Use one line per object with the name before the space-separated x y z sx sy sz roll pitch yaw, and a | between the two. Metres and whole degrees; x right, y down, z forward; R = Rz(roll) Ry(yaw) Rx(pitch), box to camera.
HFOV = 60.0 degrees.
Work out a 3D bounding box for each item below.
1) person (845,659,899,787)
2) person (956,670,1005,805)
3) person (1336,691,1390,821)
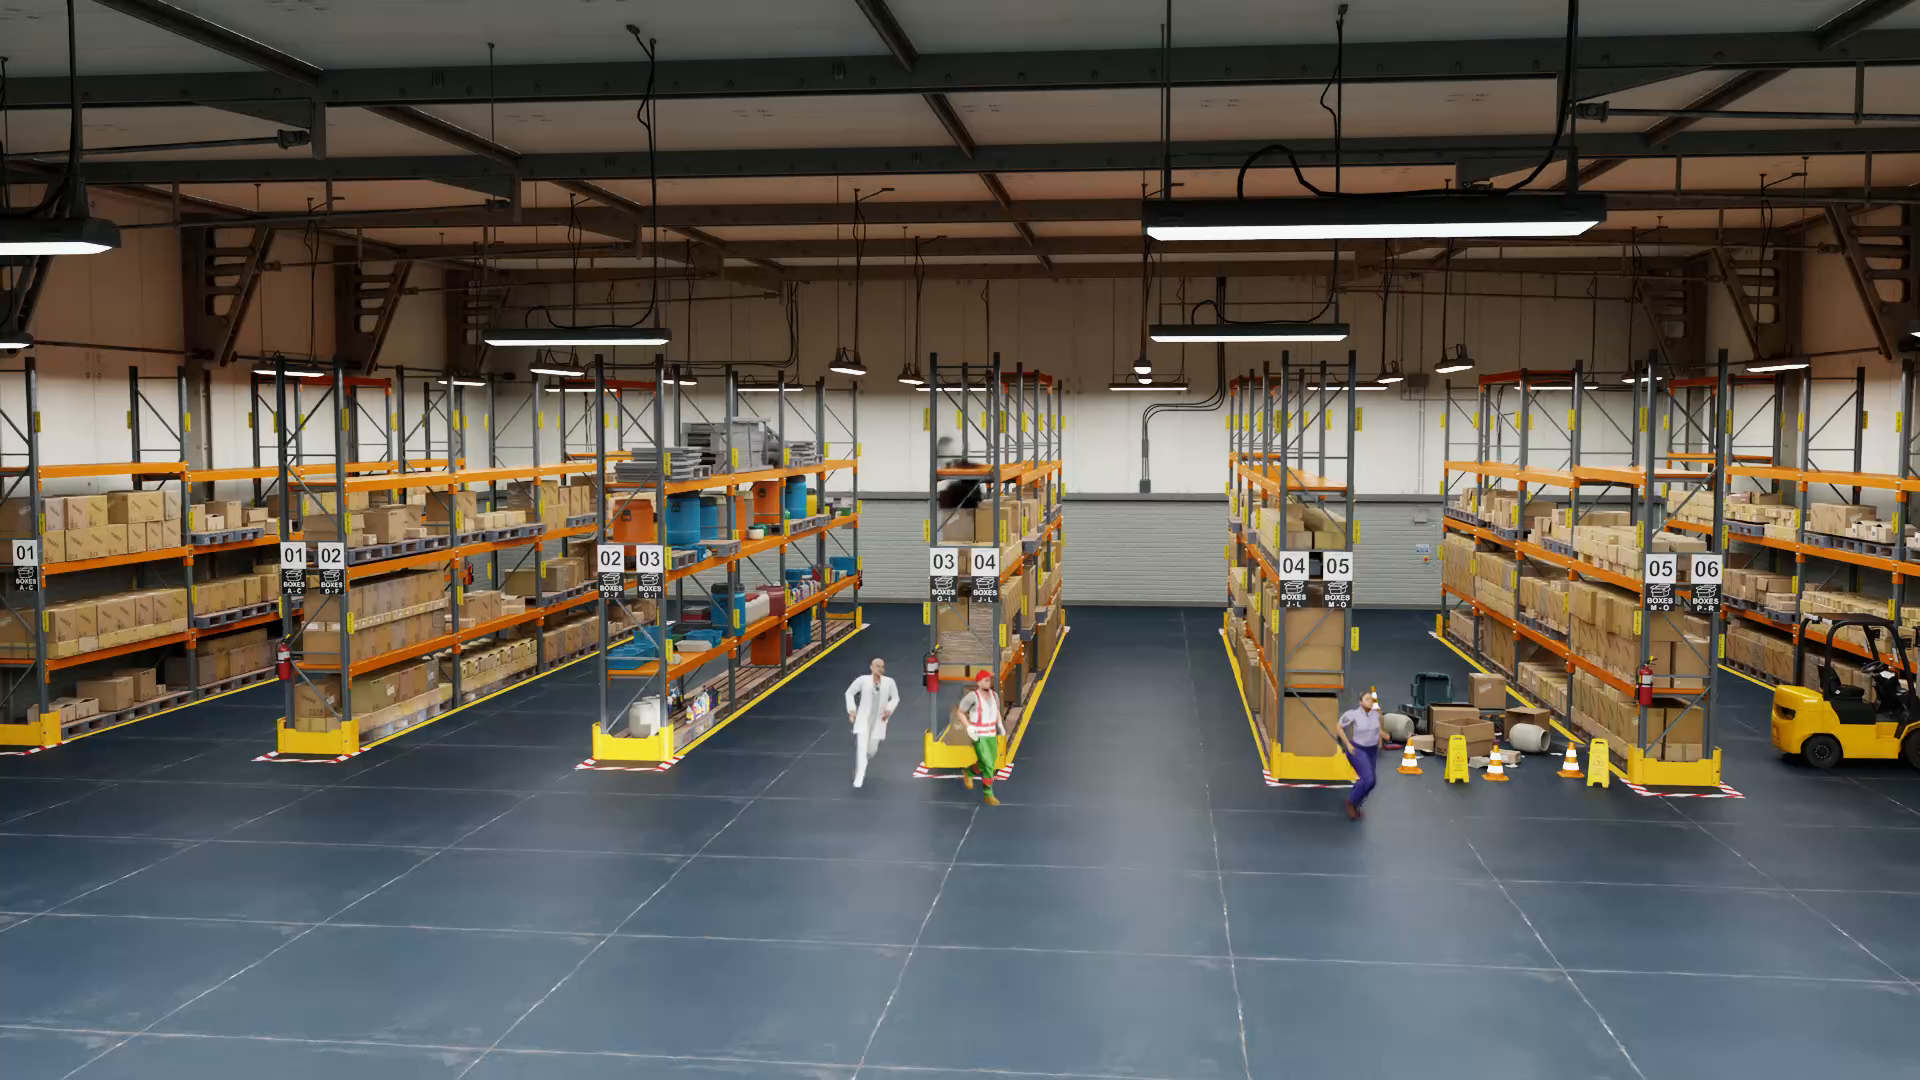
person | -1.223 2.513 23.230 0.756 1.731 0.786 -1 4 -8
person | 0.253 2.578 21.988 0.650 1.760 0.809 -4 5 -41
person | 5.114 2.716 20.947 0.580 1.644 0.636 -3 5 -32
